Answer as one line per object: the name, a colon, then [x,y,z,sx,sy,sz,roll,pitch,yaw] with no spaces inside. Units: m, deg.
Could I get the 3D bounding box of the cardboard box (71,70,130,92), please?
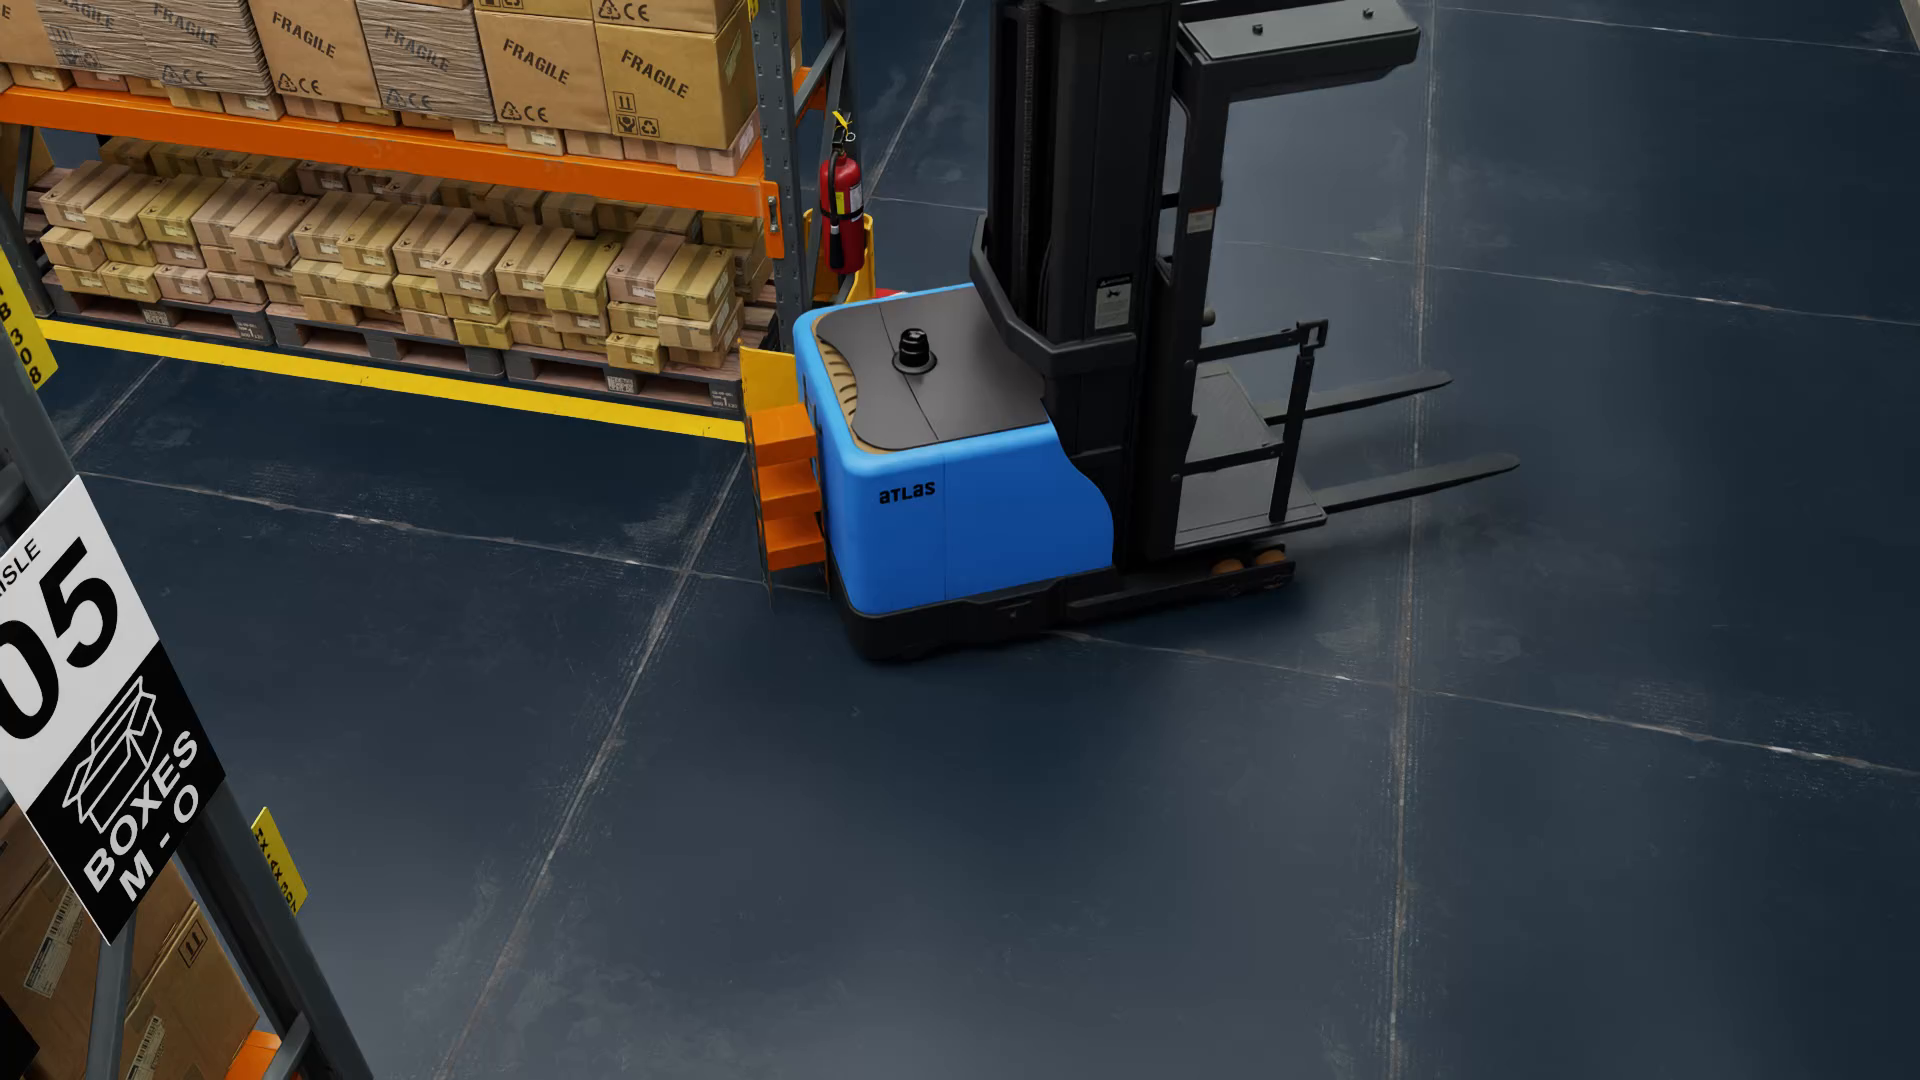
cardboard box: [-3.793,-2.189,7.503,0.250,0.149,0.380,7,44,7]

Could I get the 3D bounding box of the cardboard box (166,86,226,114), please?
cardboard box: [-3.297,-2.062,7.370,0.250,0.149,0.380,10,45,10]

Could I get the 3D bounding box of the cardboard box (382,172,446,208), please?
cardboard box: [-2.626,-1.739,8.178,0.250,0.149,0.380,9,45,9]

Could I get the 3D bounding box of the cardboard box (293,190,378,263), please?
cardboard box: [-2.960,-1.494,7.923,0.250,0.149,0.380,7,44,7]

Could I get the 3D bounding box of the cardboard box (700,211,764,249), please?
cardboard box: [-1.072,-1.580,8.013,0.250,0.149,0.380,7,44,7]

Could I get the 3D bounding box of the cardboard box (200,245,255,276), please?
cardboard box: [-3.479,-1.465,8.107,0.250,0.149,0.380,7,44,7]

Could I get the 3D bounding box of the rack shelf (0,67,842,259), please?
rack shelf: [-2.586,-1.976,7.619,4.000,0.370,1.077,9,45,9]

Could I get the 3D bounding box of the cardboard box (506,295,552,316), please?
cardboard box: [-1.959,-1.238,7.872,0.250,0.149,0.380,8,45,9]

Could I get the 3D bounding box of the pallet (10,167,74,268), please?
pallet: [-5.298,-1.650,8.772,1.213,0.211,1.003,9,45,9]

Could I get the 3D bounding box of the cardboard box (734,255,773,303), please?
cardboard box: [-1.076,-1.352,8.205,0.250,0.149,0.380,10,45,10]

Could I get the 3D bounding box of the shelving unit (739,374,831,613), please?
shelving unit: [-0.688,-0.168,6.627,0.252,1.050,0.215,-11,45,-12]

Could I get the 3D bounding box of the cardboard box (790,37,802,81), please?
cardboard box: [-0.879,-2.113,7.423,0.250,0.149,0.380,8,45,9]

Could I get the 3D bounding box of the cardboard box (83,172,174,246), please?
cardboard box: [-3.991,-1.602,8.036,0.250,0.149,0.380,11,45,11]

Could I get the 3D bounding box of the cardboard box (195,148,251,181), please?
cardboard box: [-3.631,-1.954,8.401,0.250,0.149,0.380,8,45,9]

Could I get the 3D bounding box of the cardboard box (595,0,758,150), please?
cardboard box: [-1.129,-1.969,6.806,0.500,0.500,0.500,10,45,10]

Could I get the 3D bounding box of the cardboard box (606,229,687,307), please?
cardboard box: [-1.439,-1.256,7.676,0.250,0.149,0.380,10,45,10]

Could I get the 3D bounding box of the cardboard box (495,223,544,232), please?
cardboard box: [-2.109,-1.562,8.208,0.250,0.149,0.380,7,44,7]

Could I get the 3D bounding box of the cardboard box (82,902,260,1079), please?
cardboard box: [-2.022,1.130,3.801,0.500,0.500,0.500,9,45,9]

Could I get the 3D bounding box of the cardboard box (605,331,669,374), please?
cardboard box: [-1.467,-0.965,7.803,0.250,0.149,0.380,10,45,10]

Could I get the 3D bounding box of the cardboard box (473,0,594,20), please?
cardboard box: [-1.630,-2.413,6.547,0.500,0.500,0.500,7,44,8]

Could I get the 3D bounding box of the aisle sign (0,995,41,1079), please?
aisle sign: [-1.614,0.717,2.427,0.004,0.787,0.394,9,45,9]

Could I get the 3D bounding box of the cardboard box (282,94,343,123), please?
cardboard box: [-2.765,-2.007,7.314,0.250,0.149,0.380,10,45,11]

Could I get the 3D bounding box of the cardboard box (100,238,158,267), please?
cardboard box: [-3.988,-1.520,8.165,0.250,0.149,0.380,9,45,9]

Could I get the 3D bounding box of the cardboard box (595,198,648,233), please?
cardboard box: [-1.585,-1.665,8.101,0.250,0.149,0.380,9,45,9]

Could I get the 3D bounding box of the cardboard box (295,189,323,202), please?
cardboard box: [-3.153,-1.746,8.399,0.250,0.149,0.380,10,45,10]

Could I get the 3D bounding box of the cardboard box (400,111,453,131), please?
cardboard box: [-2.252,-1.955,7.259,0.250,0.149,0.380,7,44,7]

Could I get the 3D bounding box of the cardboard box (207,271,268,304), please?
cardboard box: [-3.481,-1.342,8.194,0.250,0.149,0.380,8,44,8]

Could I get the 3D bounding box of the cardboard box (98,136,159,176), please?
cardboard box: [-4.134,-1.999,8.448,0.250,0.149,0.380,10,45,10]

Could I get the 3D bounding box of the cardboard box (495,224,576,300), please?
cardboard box: [-1.958,-1.292,7.713,0.250,0.149,0.380,7,44,7]

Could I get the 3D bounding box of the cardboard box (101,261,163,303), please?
cardboard box: [-3.993,-1.349,8.202,0.250,0.149,0.380,10,45,10]

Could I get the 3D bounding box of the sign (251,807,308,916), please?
sign: [-1.490,0.718,3.620,0.005,0.325,0.100,9,45,9]

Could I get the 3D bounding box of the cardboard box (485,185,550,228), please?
cardboard box: [-2.113,-1.695,8.132,0.250,0.149,0.380,10,45,11]

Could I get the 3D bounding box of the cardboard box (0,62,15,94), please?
cardboard box: [-4.333,-2.183,7.496,0.250,0.149,0.380,10,45,11]

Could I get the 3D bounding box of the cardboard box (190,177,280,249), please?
cardboard box: [-3.474,-1.573,8.005,0.250,0.149,0.380,8,44,8]

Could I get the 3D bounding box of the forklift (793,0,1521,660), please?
forklift: [0.897,-1.156,6.298,3.031,2.935,1.130,-11,45,-12]

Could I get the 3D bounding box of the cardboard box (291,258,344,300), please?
cardboard box: [-2.983,-1.326,7.963,0.250,0.149,0.380,9,45,9]

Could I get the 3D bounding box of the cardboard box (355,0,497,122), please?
cardboard box: [-2.128,-2.121,6.964,0.500,0.500,0.500,9,45,9]

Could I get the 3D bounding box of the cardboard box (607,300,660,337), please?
cardboard box: [-1.455,-1.126,7.756,0.250,0.149,0.380,8,44,8]

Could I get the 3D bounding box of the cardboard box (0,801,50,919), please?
cardboard box: [-1.903,0.562,3.202,0.250,0.149,0.380,10,45,10]

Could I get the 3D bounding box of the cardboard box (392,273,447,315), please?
cardboard box: [-2.474,-1.249,7.883,0.250,0.149,0.380,11,45,11]

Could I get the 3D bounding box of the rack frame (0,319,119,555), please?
rack frame: [-1.617,-0.728,1.478,0.127,3.000,1.000,9,45,9]

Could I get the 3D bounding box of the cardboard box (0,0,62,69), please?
cardboard box: [-4.110,-2.436,7.291,0.500,0.500,0.500,8,44,8]

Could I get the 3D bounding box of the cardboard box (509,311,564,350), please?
cardboard box: [-1.950,-1.092,7.935,0.250,0.149,0.380,9,45,9]

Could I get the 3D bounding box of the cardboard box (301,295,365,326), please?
cardboard box: [-2.978,-1.221,8.068,0.250,0.149,0.380,8,44,8]

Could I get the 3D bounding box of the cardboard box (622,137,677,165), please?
cardboard box: [-1.249,-1.763,7.060,0.250,0.149,0.380,9,45,9]

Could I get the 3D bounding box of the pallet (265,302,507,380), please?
pallet: [-2.681,-1.272,8.380,1.213,0.211,1.003,9,45,9]

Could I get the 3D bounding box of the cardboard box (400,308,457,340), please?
cardboard box: [-2.475,-1.143,7.988,0.250,0.149,0.380,10,45,10]

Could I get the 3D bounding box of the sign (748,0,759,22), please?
sign: [-0.775,-2.091,6.156,0.005,0.325,0.100,9,45,9]

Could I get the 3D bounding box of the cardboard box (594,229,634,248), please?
cardboard box: [-1.603,-1.473,8.116,0.250,0.149,0.380,9,45,10]

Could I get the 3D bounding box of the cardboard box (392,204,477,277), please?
cardboard box: [-2.466,-1.410,7.835,0.250,0.149,0.380,7,44,8]

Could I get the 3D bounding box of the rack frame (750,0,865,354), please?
rack frame: [-0.634,-1.932,7.055,0.127,3.000,1.000,9,45,9]

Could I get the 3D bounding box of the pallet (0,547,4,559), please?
pallet: [-2.343,0.279,2.658,1.213,0.211,1.003,9,45,9]

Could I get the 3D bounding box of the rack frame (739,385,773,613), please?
rack frame: [-0.805,-0.144,6.602,0.008,1.050,0.200,-11,45,-12]

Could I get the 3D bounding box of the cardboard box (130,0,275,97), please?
cardboard box: [-3.142,-2.265,7.114,0.500,0.500,0.500,8,44,8]

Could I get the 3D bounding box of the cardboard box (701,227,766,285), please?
cardboard box: [-1.090,-1.417,8.057,0.250,0.149,0.380,11,45,11]

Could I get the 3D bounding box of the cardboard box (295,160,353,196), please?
cardboard box: [-3.111,-1.883,8.328,0.250,0.149,0.380,7,44,7]

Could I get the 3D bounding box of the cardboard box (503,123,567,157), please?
cardboard box: [-1.751,-1.814,7.112,0.250,0.149,0.380,10,45,10]

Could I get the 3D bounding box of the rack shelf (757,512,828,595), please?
rack shelf: [-0.688,0.040,6.827,0.240,0.259,0.215,-11,45,-12]
